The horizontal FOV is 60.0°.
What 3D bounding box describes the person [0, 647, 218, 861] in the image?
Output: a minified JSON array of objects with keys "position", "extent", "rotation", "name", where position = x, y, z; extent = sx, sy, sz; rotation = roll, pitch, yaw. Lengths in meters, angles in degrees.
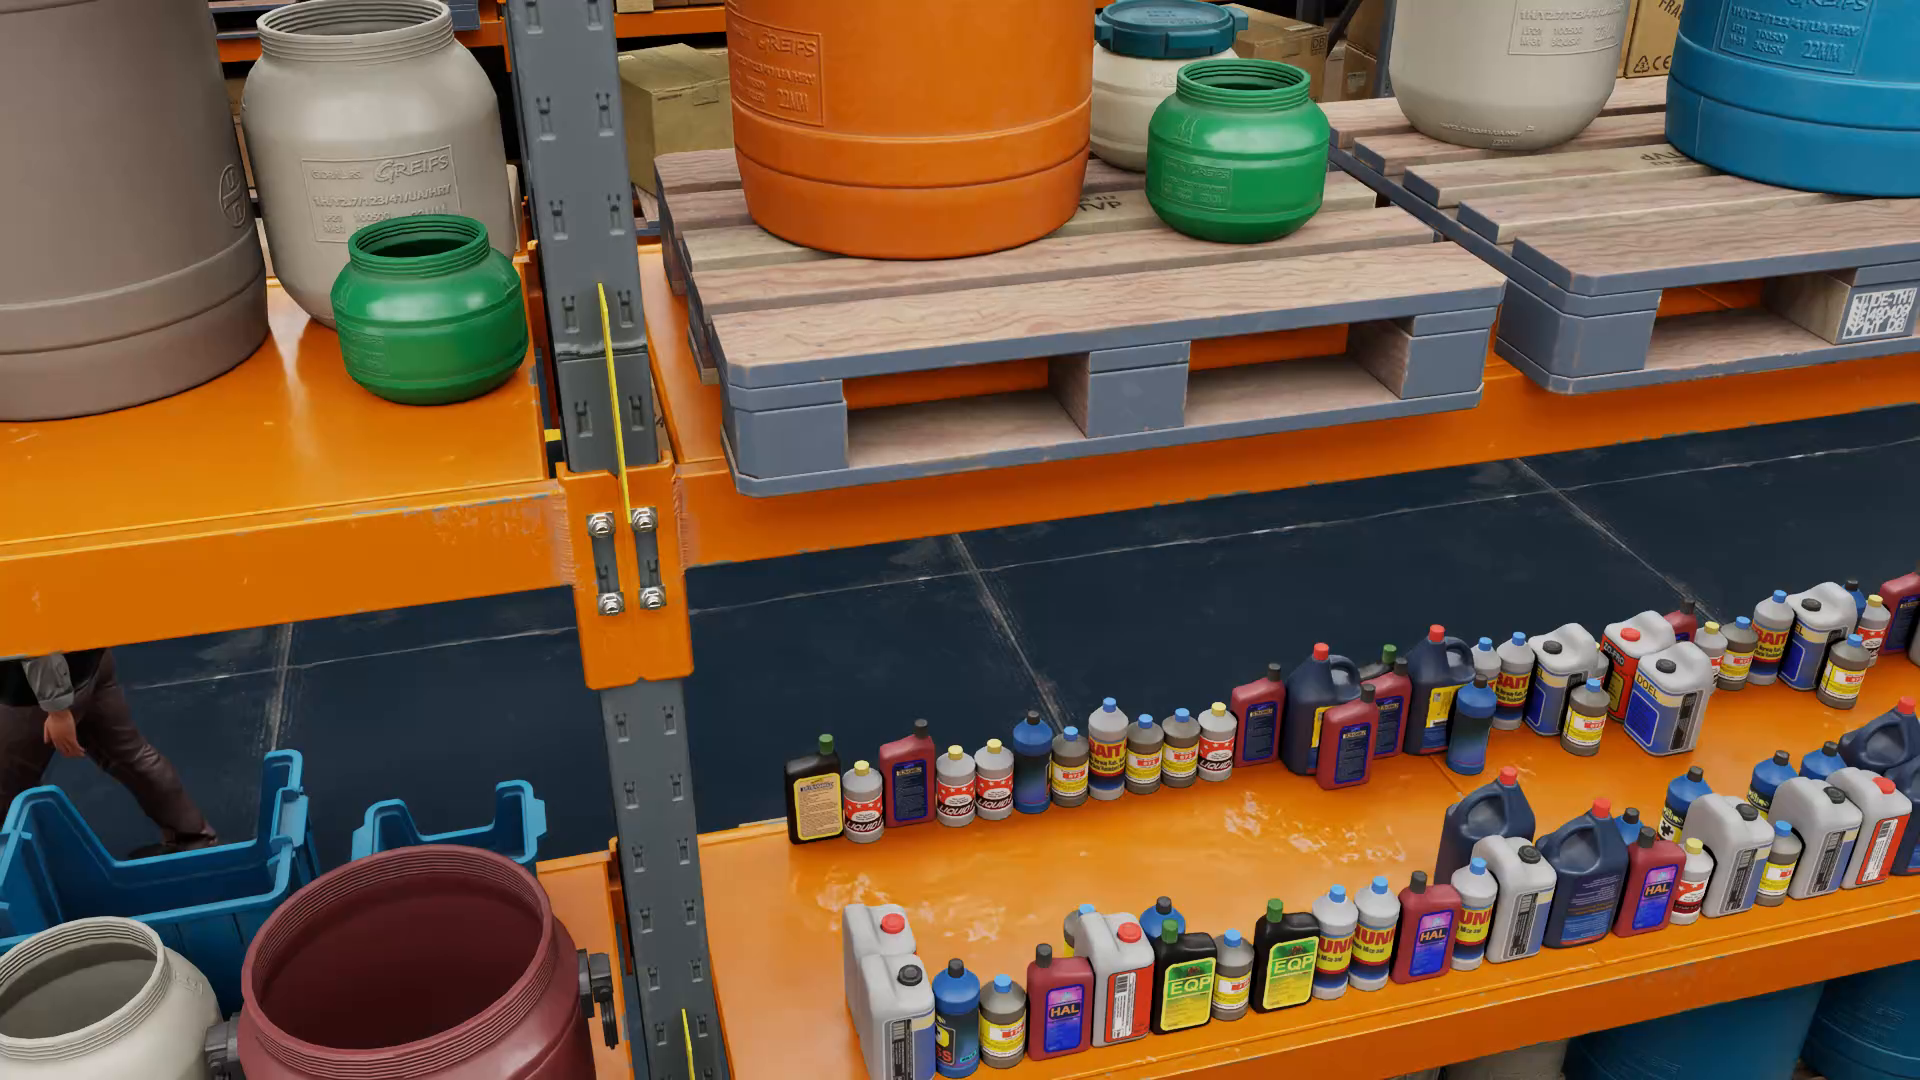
[{"position":[-3.035,0.435,5.376],"extent":[0.904,1.695,0.579],"rotation":[-3,30,-6],"name":"person"}]
